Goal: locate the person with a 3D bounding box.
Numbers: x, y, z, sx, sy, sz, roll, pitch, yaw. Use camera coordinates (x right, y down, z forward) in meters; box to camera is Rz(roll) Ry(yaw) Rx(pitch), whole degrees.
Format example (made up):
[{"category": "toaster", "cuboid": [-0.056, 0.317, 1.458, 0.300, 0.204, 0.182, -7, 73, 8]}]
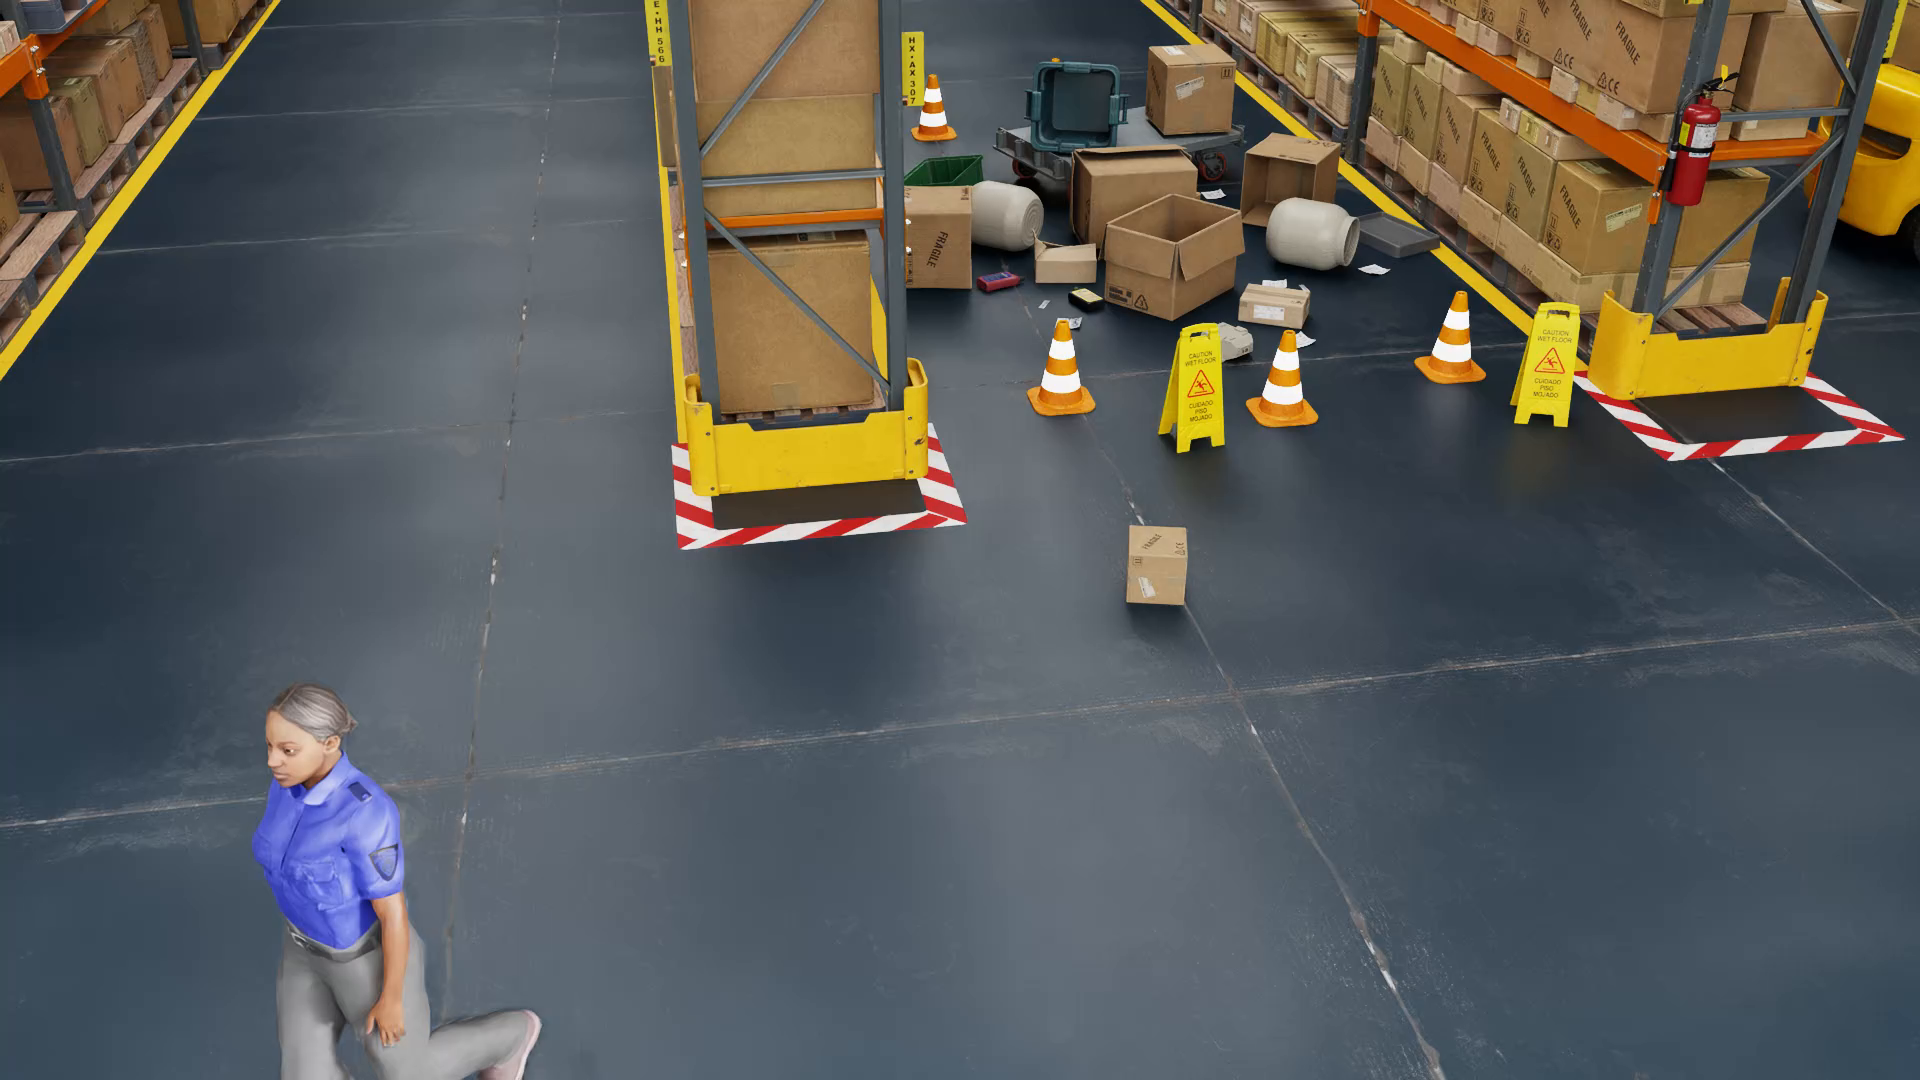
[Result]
[{"category": "person", "cuboid": [-1.550, 1.058, 4.348, 0.455, 1.620, 0.838, 19, 36, 29]}]
